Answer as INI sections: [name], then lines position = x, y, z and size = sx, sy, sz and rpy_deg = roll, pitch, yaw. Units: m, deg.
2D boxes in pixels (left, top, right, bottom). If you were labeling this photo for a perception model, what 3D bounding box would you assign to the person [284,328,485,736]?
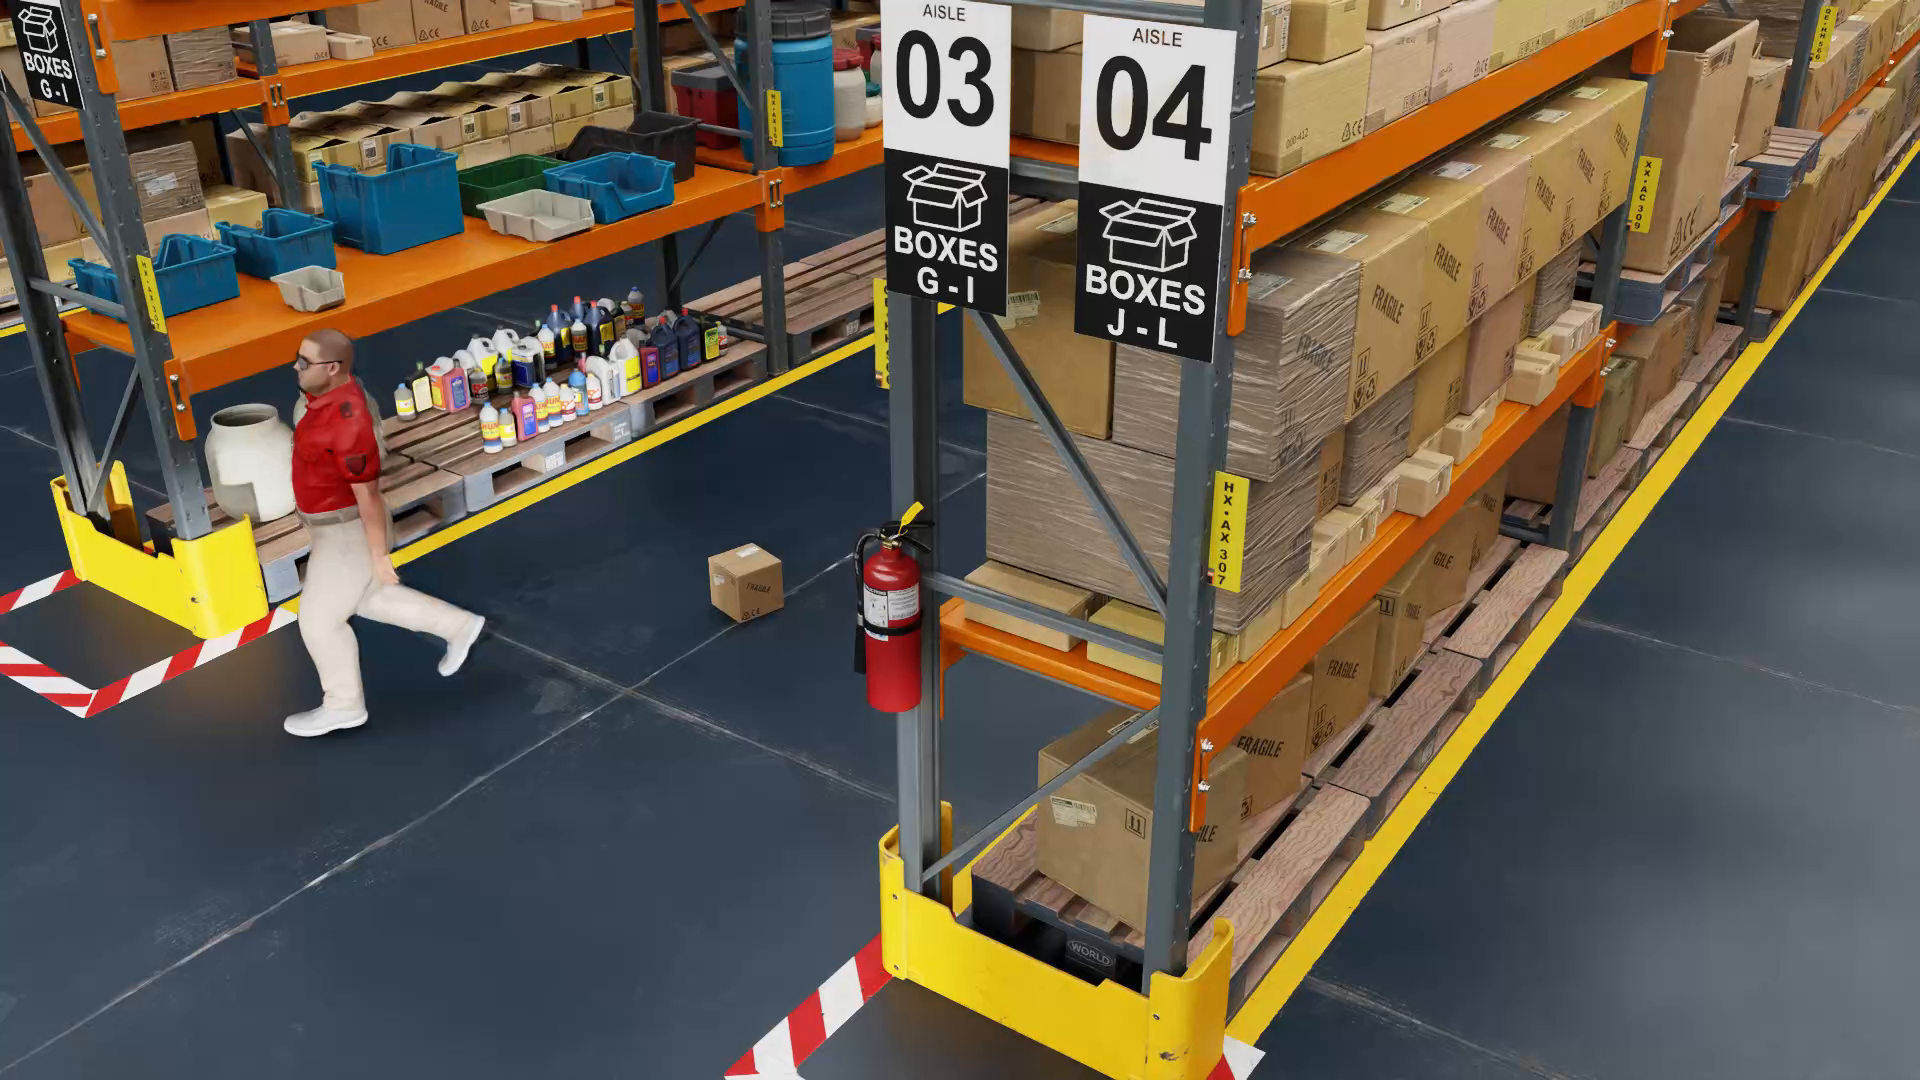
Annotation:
[person]
position = -2.418, -0.053, 6.710
size = 0.862, 1.688, 0.529
rpy_deg = -9, 28, -18
